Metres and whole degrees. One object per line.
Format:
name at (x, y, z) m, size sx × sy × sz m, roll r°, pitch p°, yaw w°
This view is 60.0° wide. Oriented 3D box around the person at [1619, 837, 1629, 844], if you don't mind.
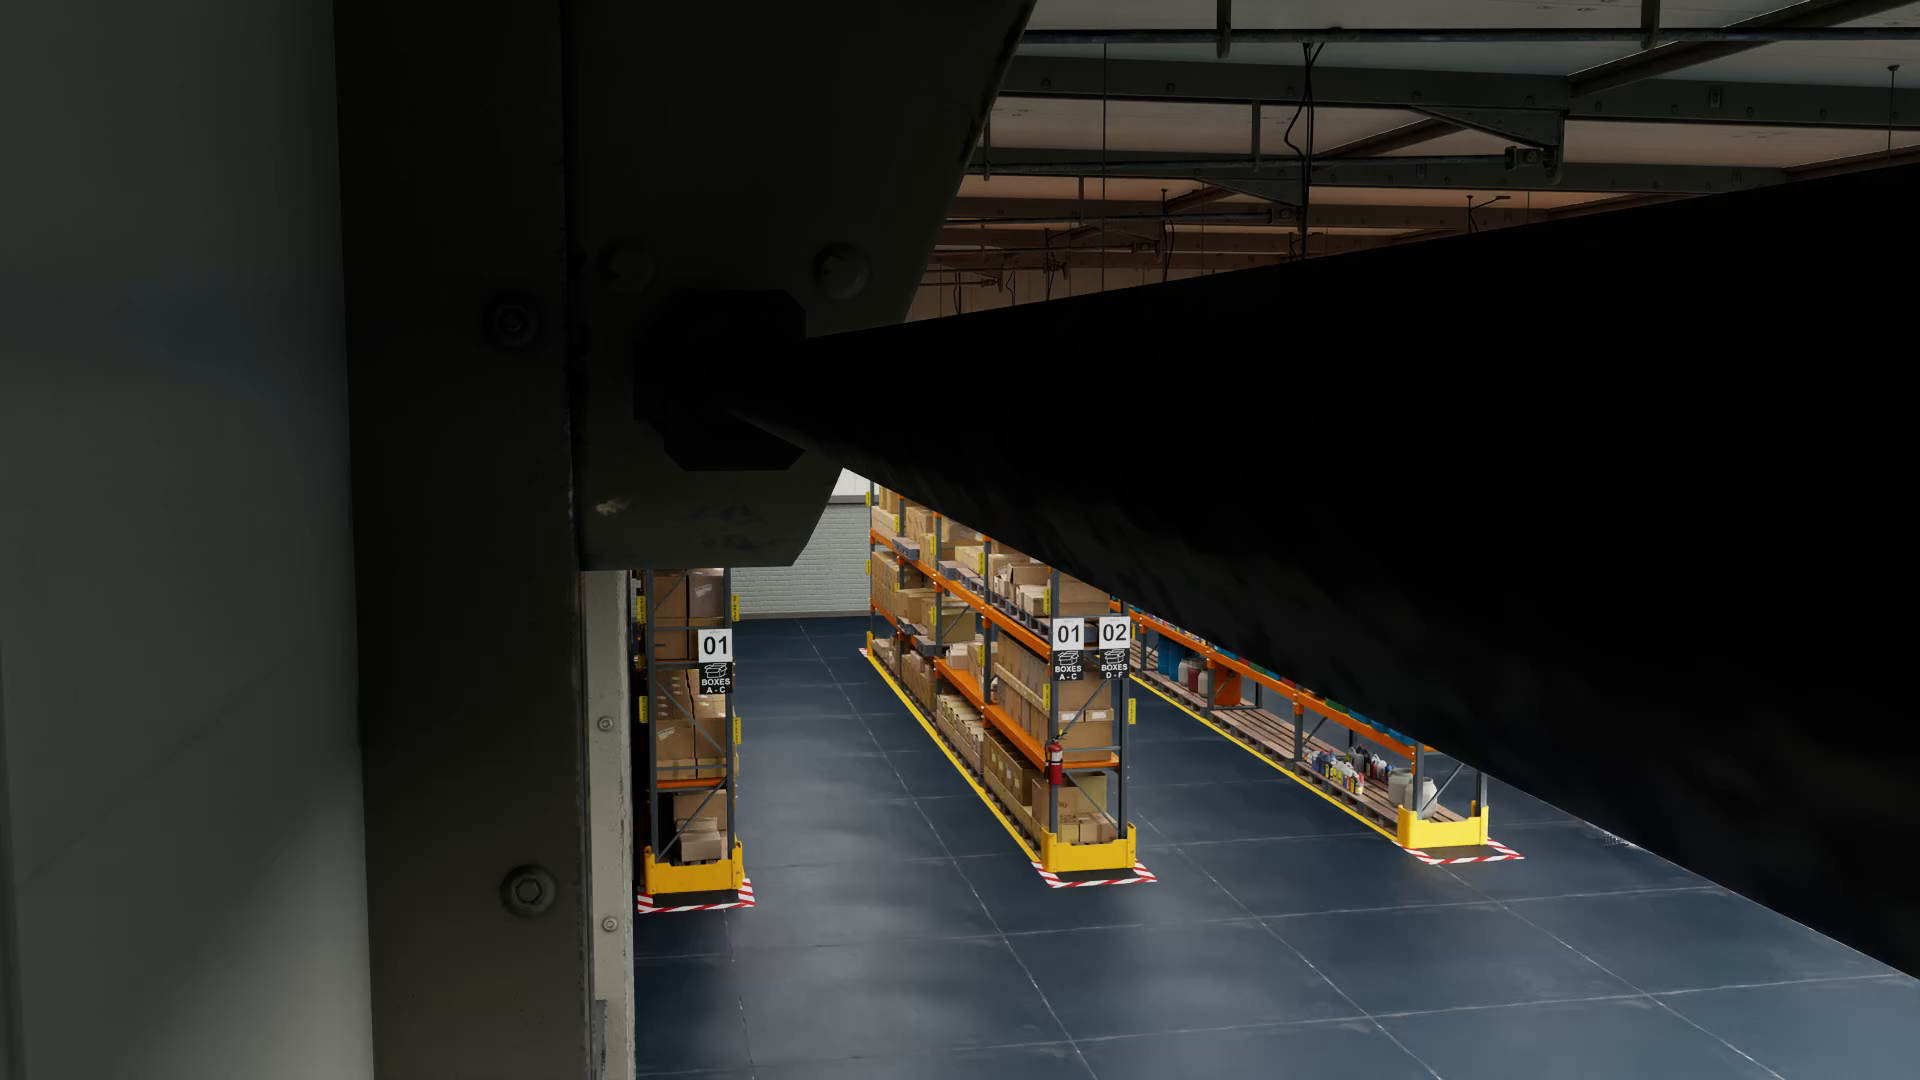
person at (9.054, 3.286, 21.921) m, size 0.588 × 1.528 × 0.671 m, roll 4°, pitch 7°, yaw 37°
